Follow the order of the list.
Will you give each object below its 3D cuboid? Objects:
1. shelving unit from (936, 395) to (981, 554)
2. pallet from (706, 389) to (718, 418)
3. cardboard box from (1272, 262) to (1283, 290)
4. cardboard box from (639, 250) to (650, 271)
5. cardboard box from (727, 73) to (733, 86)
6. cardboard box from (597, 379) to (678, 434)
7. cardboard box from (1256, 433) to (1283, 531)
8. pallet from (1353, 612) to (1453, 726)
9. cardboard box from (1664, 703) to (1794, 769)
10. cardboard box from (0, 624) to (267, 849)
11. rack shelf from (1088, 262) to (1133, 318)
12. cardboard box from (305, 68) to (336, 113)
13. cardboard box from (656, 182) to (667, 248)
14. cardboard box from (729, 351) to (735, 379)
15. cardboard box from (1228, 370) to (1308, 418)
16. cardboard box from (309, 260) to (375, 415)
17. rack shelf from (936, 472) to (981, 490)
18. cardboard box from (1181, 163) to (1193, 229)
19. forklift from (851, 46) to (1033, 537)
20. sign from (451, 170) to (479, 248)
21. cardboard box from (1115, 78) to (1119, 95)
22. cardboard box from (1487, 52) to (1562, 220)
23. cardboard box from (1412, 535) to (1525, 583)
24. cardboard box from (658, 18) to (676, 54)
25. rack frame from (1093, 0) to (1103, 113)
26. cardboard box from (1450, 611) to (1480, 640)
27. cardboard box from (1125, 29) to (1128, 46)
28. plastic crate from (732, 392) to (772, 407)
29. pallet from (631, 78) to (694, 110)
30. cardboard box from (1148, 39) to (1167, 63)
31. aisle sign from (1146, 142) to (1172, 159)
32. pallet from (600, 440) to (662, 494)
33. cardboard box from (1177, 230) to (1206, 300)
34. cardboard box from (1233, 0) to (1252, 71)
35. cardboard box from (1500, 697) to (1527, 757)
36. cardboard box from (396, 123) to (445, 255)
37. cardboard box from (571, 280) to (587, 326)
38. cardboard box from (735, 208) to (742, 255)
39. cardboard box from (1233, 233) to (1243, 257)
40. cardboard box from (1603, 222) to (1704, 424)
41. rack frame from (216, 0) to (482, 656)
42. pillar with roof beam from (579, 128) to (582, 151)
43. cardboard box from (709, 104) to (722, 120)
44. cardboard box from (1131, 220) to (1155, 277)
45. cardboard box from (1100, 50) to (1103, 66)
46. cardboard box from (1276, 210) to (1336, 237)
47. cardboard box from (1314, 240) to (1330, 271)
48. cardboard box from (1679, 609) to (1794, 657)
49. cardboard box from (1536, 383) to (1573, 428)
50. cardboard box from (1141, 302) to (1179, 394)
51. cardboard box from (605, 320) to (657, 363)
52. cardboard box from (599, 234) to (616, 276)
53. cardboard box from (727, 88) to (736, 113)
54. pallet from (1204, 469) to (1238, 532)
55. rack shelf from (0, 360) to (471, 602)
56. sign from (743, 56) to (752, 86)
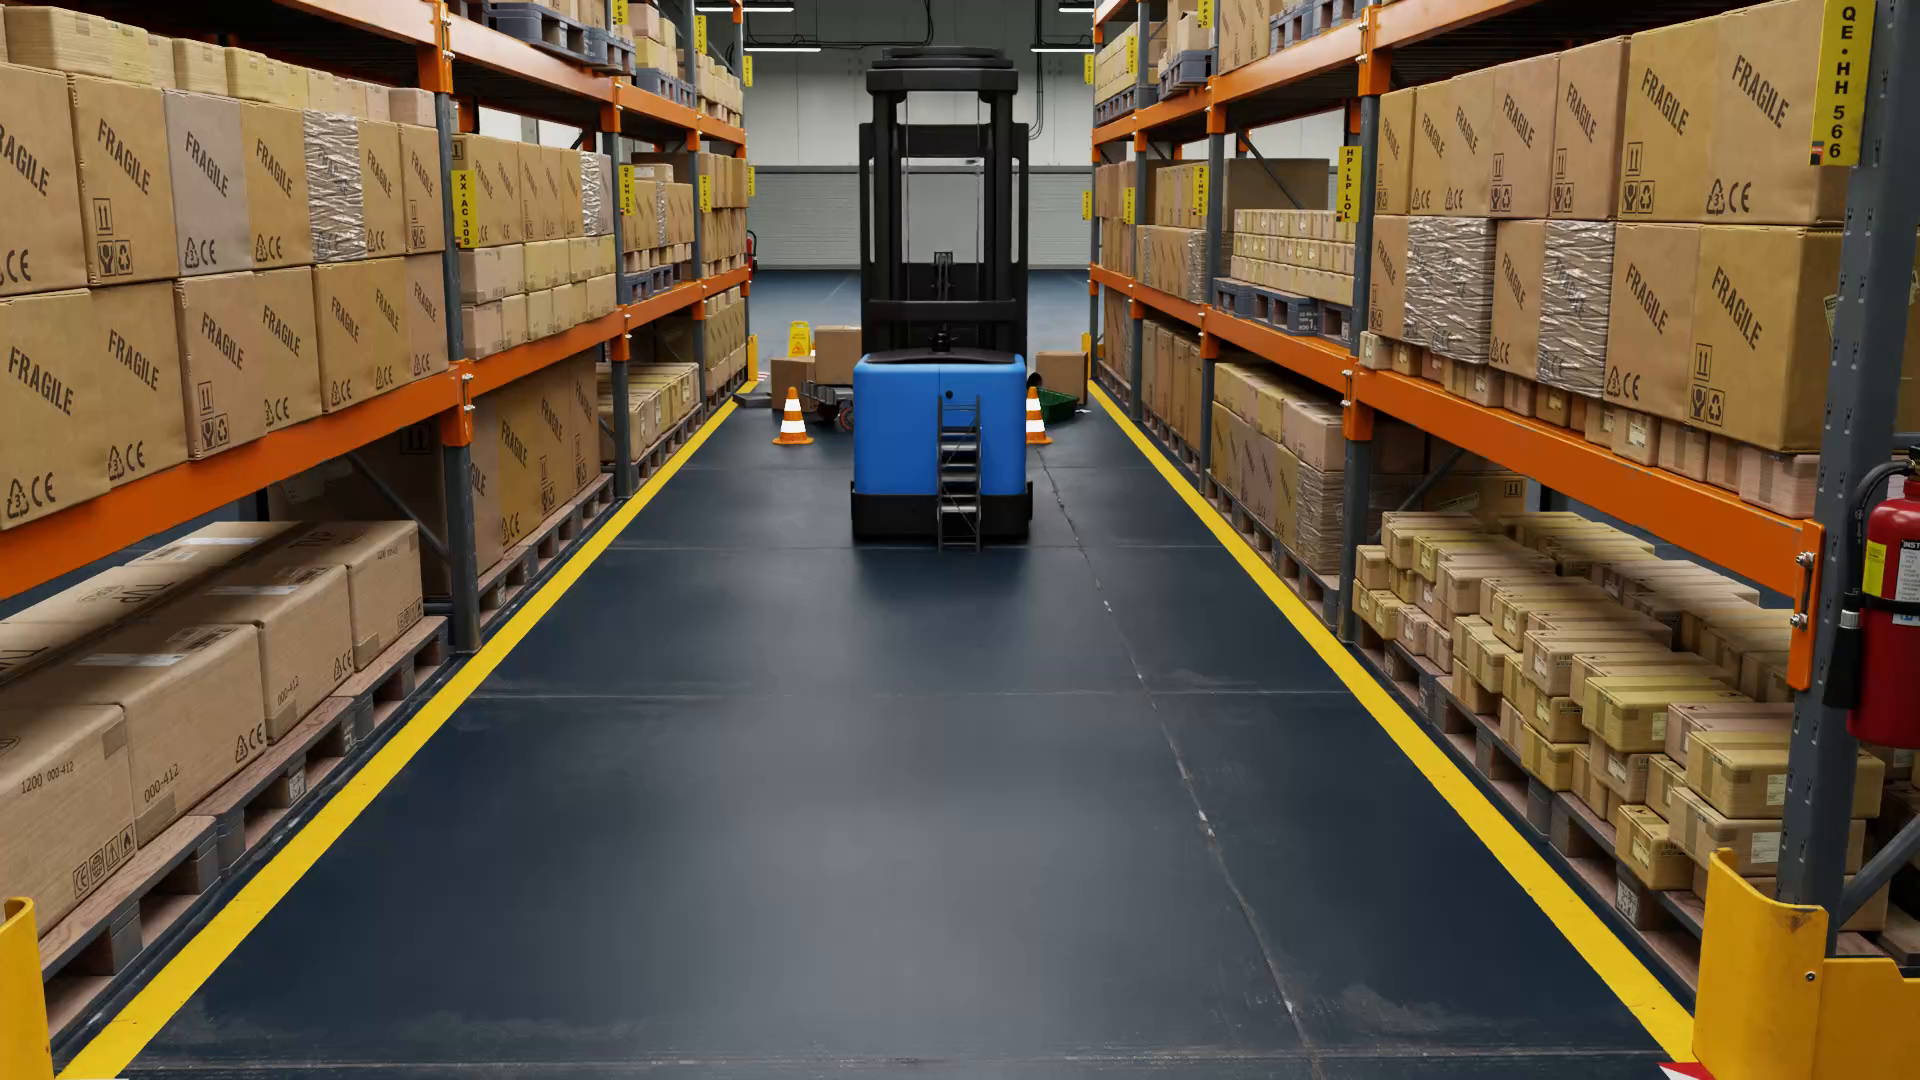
[{"bbox_3d":[-0.005,-0.380,9.668,0.258,0.900,0.210,0,11,1],"label":"shelving unit"},{"bbox_3d":[-2.899,-1.315,16.008,1.003,0.211,1.213,0,11,-1],"label":"pallet"},{"bbox_3d":[2.017,-1.522,9.595,0.380,0.149,0.250,0,11,0],"label":"cardboard box"},{"bbox_3d":[-2.504,-2.066,12.276,0.380,0.149,0.250,0,11,-1],"label":"cardboard box"},{"bbox_3d":[-2.639,-4.913,17.812,0.380,0.149,0.250,0,11,-2],"label":"cardboard box"},{"bbox_3d":[-2.802,-1.080,13.393,0.950,0.372,0.625,0,11,1],"label":"cardboard box"},{"bbox_3d":[1.979,-0.329,9.366,0.500,0.500,0.500,0,11,-2],"label":"cardboard box"},{"bbox_3d":[2.312,0.502,7.054,1.003,0.211,1.213,0,11,-1],"label":"pallet"},{"bbox_3d":[2.133,0.543,4.458,0.380,0.149,0.250,0,11,0],"label":"cardboard box"},{"bbox_3d":[-2.742,0.575,5.070,0.875,0.438,0.875,0,11,0],"label":"cardboard box"},{"bbox_3d":[2.056,-2.633,17.304,1.077,0.370,4.000,0,11,-1],"label":"rack shelf"},{"bbox_3d":[-2.403,-1.552,5.768,0.380,0.149,0.250,0,11,-2],"label":"cardboard box"},{"bbox_3d":[-2.583,-2.552,13.039,0.500,0.500,0.500,-1,11,-3],"label":"cardboard box"},{"bbox_3d":[-2.627,-1.835,17.417,0.500,0.250,0.500,-1,11,-3],"label":"cardboard box"},{"bbox_3d":[1.963,-0.903,10.308,0.500,0.250,0.500,0,11,-2],"label":"cardboard box"},{"bbox_3d":[-2.378,-0.713,5.779,0.500,0.500,0.500,0,11,-2],"label":"cardboard box"},{"bbox_3d":[-0.005,-0.347,9.674,0.258,0.077,0.200,0,11,1],"label":"rack shelf"},{"bbox_3d":[2.145,-2.726,13.183,0.700,0.500,0.500,0,11,-2],"label":"cardboard box"},{"bbox_3d":[-0.098,-1.698,11.058,1.130,2.935,3.031,0,11,1],"label":"forklift"},{"bbox_3d":[-2.129,-1.423,7.153,0.100,0.325,0.005,0,11,-1],"label":"sign"},{"bbox_3d":[1.742,-4.514,16.546,0.380,0.149,0.250,0,11,-2],"label":"cardboard box"},{"bbox_3d":[2.043,-1.287,5.343,0.500,0.500,0.500,-1,11,-3],"label":"cardboard box"},{"bbox_3d":[2.064,0.076,6.757,0.380,0.149,0.250,0,11,-2],"label":"cardboard box"},{"bbox_3d":[-2.710,-4.280,14.133,0.500,0.250,0.500,0,11,0],"label":"cardboard box"},{"bbox_3d":[2.015,-6.323,18.595,1.000,3.000,0.127,0,11,-1],"label":"rack frame"},{"bbox_3d":[2.071,0.328,6.266,0.380,0.149,0.250,0,11,1],"label":"cardboard box"},{"bbox_3d":[1.762,-4.752,15.714,0.380,0.149,0.250,0,11,-1],"label":"cardboard box"},{"bbox_3d":[-2.062,-1.432,16.919,0.402,0.080,0.583,-4,12,-21],"label":"plastic crate"},{"bbox_3d":[-2.943,-3.803,14.187,1.213,0.211,1.003,0,11,-1],"label":"pallet"},{"bbox_3d":[1.831,-4.482,15.385,0.500,0.250,0.500,0,11,-2],"label":"cardboard box"},{"bbox_3d":[2.313,-4.673,19.009,0.394,0.787,0.004,0,11,-1],"label":"aisle sign"},{"bbox_3d":[-2.781,-0.541,12.197,1.003,0.211,1.213,0,11,-1],"label":"pallet"},{"bbox_3d":[1.893,-2.030,12.268,0.500,0.500,0.500,0,11,-1],"label":"cardboard box"},{"bbox_3d":[1.943,-3.098,9.990,0.500,0.500,0.500,0,11,-1],"label":"cardboard box"},{"bbox_3d":[2.029,0.627,5.537,0.380,0.149,0.250,0,11,0],"label":"cardboard box"},{"bbox_3d":[-2.398,-1.404,6.669,0.500,0.500,0.500,0,11,-2],"label":"cardboard box"},{"bbox_3d":[-2.476,-1.378,9.685,0.500,0.250,0.500,0,11,-2],"label":"cardboard box"},{"bbox_3d":[-2.640,-3.331,17.936,0.500,0.500,0.500,0,11,-1],"label":"cardboard box"},{"bbox_3d":[1.989,-1.925,10.829,0.380,0.149,0.250,0,11,1],"label":"cardboard box"},{"bbox_3d":[2.073,-0.588,4.415,0.500,0.500,0.500,0,11,-2],"label":"cardboard box"},{"bbox_3d":[-2.684,-0.958,7.235,1.000,3.000,0.127,0,11,-1],"label":"rack frame"},{"bbox_3d":[-4.973,-10.908,41.194,9.100,9.000,0.548,0,11,-1],"label":"pillar with roof beam"},{"bbox_3d":[-2.550,-4.214,16.375,0.380,0.149,0.250,0,11,-2],"label":"cardboard box"},{"bbox_3d":[2.078,-2.735,15.619,0.875,0.550,0.550,0,11,-1],"label":"cardboard box"},{"bbox_3d":[1.713,-5.208,17.958,0.380,0.149,0.250,0,11,-2],"label":"cardboard box"},{"bbox_3d":[2.025,-1.813,9.533,0.380,0.149,0.250,0,11,1],"label":"cardboard box"},{"bbox_3d":[2.038,-1.461,8.543,0.380,0.149,0.250,-1,11,-3],"label":"cardboard box"},{"bbox_3d":[2.627,0.330,5.507,0.380,0.149,0.250,0,11,0],"label":"cardboard box"},{"bbox_3d":[2.096,-0.452,5.377,0.380,0.149,0.250,0,11,0],"label":"cardboard box"},{"bbox_3d":[2.154,-1.878,16.060,0.875,0.875,0.875,0,11,0],"label":"cardboard box"},{"bbox_3d":[-3.130,-1.890,15.805,0.500,0.500,0.500,0,11,-2],"label":"cardboard box"},{"bbox_3d":[-2.503,-1.829,10.650,0.500,0.250,0.500,0,11,-1],"label":"cardboard box"},{"bbox_3d":[-2.656,-4.685,17.690,0.500,0.250,0.500,0,11,-2],"label":"cardboard box"},{"bbox_3d":[2.195,-0.271,10.865,1.003,0.211,1.213,0,11,-1],"label":"pallet"},{"bbox_3d":[-2.643,-0.207,5.347,1.077,0.370,4.000,0,11,-1],"label":"rack shelf"},{"bbox_3d":[-2.377,-5.245,18.598,0.100,0.325,0.005,0,11,-1],"label":"sign"}]
